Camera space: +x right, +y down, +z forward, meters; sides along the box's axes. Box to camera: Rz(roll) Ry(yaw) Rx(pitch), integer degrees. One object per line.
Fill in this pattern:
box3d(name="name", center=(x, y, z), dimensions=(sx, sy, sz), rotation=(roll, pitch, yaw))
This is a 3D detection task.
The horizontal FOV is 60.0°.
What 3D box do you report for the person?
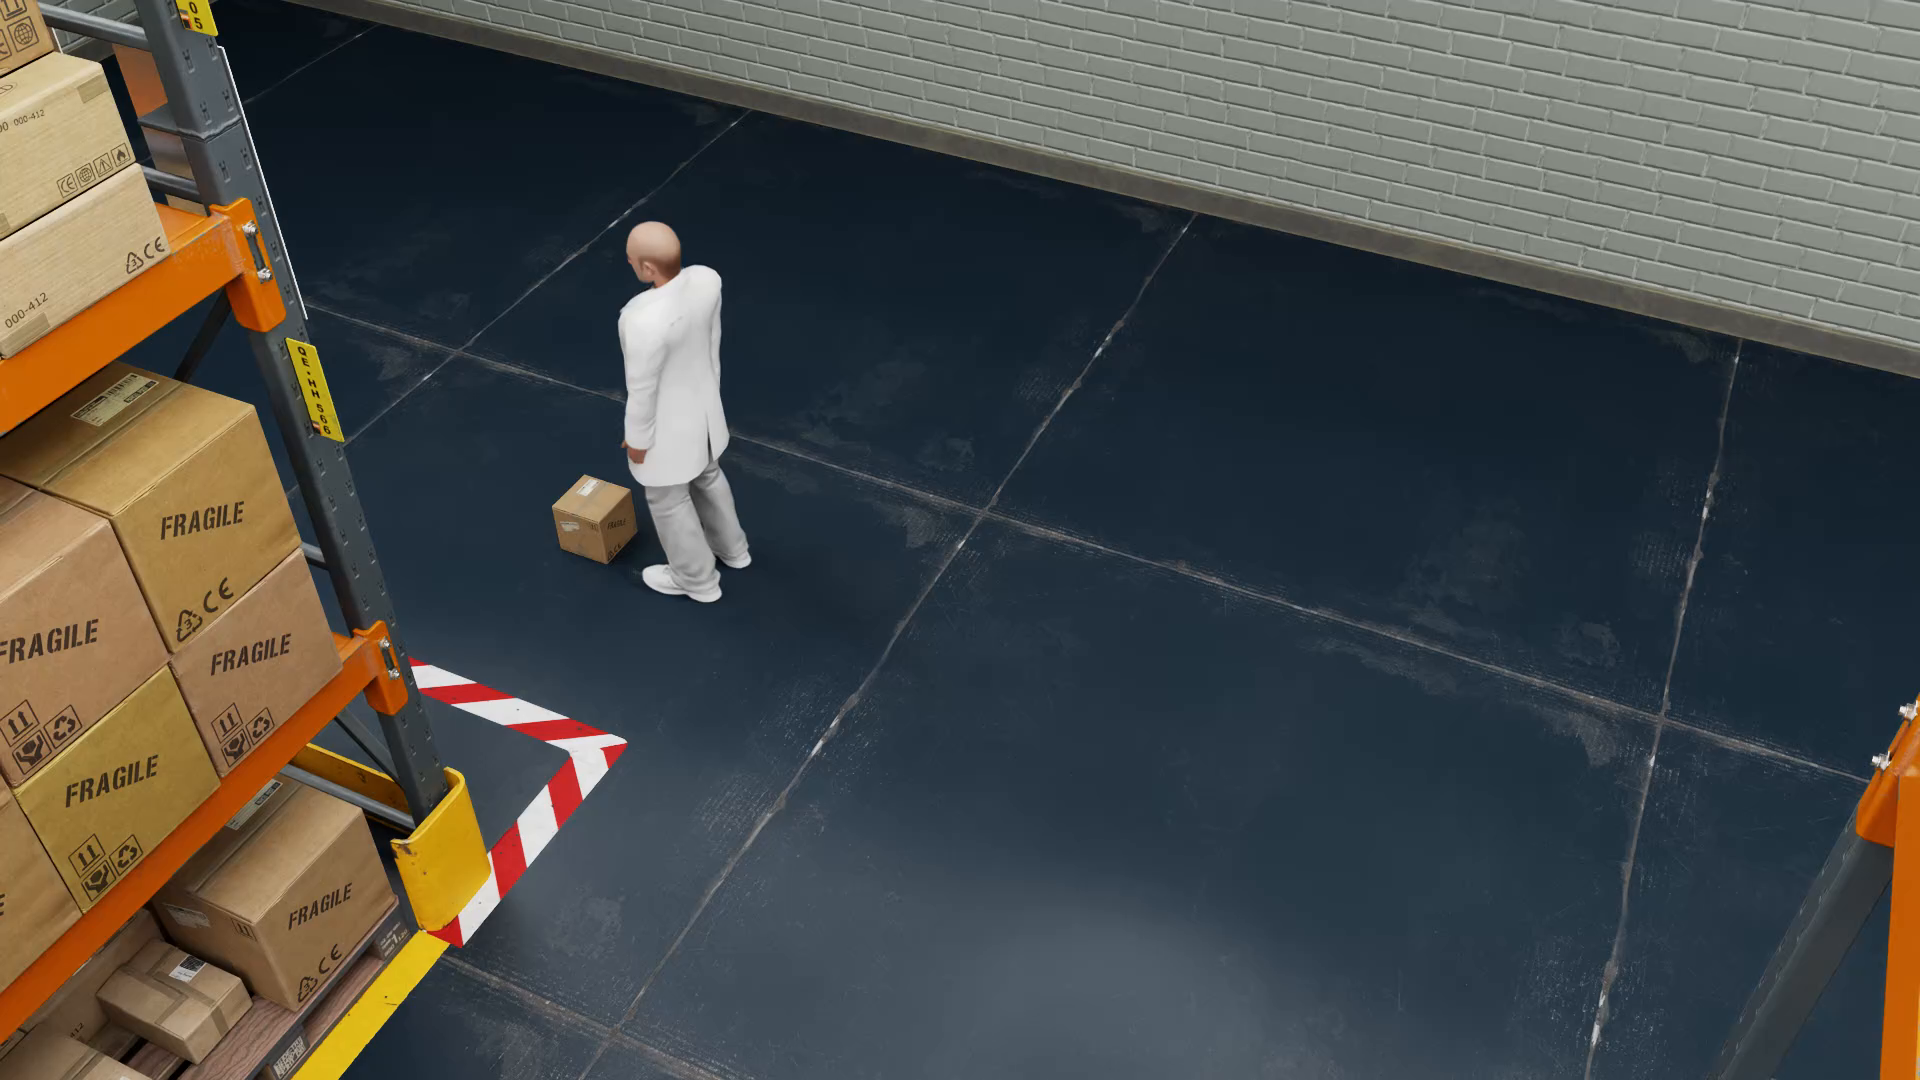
box3d(name="person", center=(-1.168, -0.497, 6.764), dimensions=(0.377, 1.740, 0.562), rotation=(18, 45, 19))
